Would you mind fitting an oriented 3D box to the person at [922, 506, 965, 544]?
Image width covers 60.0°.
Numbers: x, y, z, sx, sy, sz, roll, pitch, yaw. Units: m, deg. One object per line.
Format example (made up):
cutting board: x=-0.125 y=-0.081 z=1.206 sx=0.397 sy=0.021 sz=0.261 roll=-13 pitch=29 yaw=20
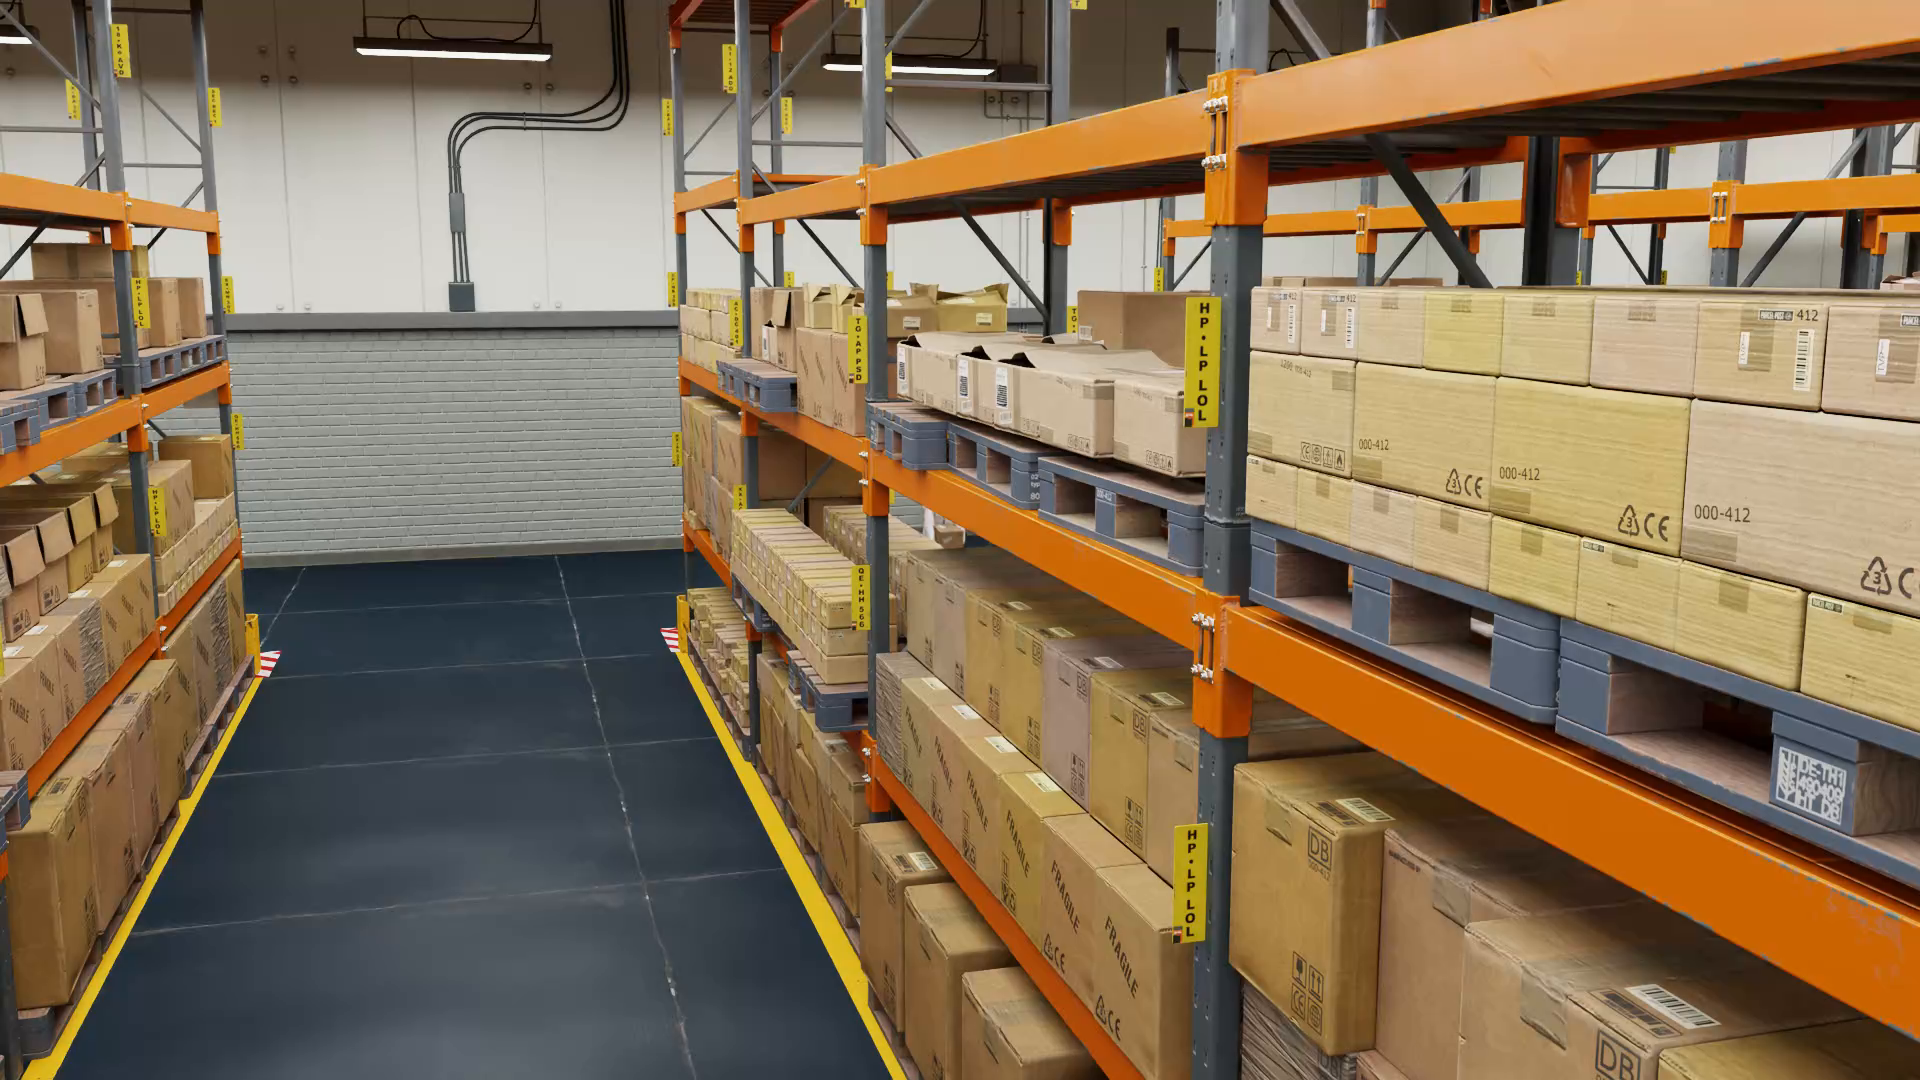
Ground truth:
person: x=-0.164 y=0.074 z=16.898 sx=0.416 sy=1.682 sz=0.528 roll=-3 pitch=10 yaw=-17
